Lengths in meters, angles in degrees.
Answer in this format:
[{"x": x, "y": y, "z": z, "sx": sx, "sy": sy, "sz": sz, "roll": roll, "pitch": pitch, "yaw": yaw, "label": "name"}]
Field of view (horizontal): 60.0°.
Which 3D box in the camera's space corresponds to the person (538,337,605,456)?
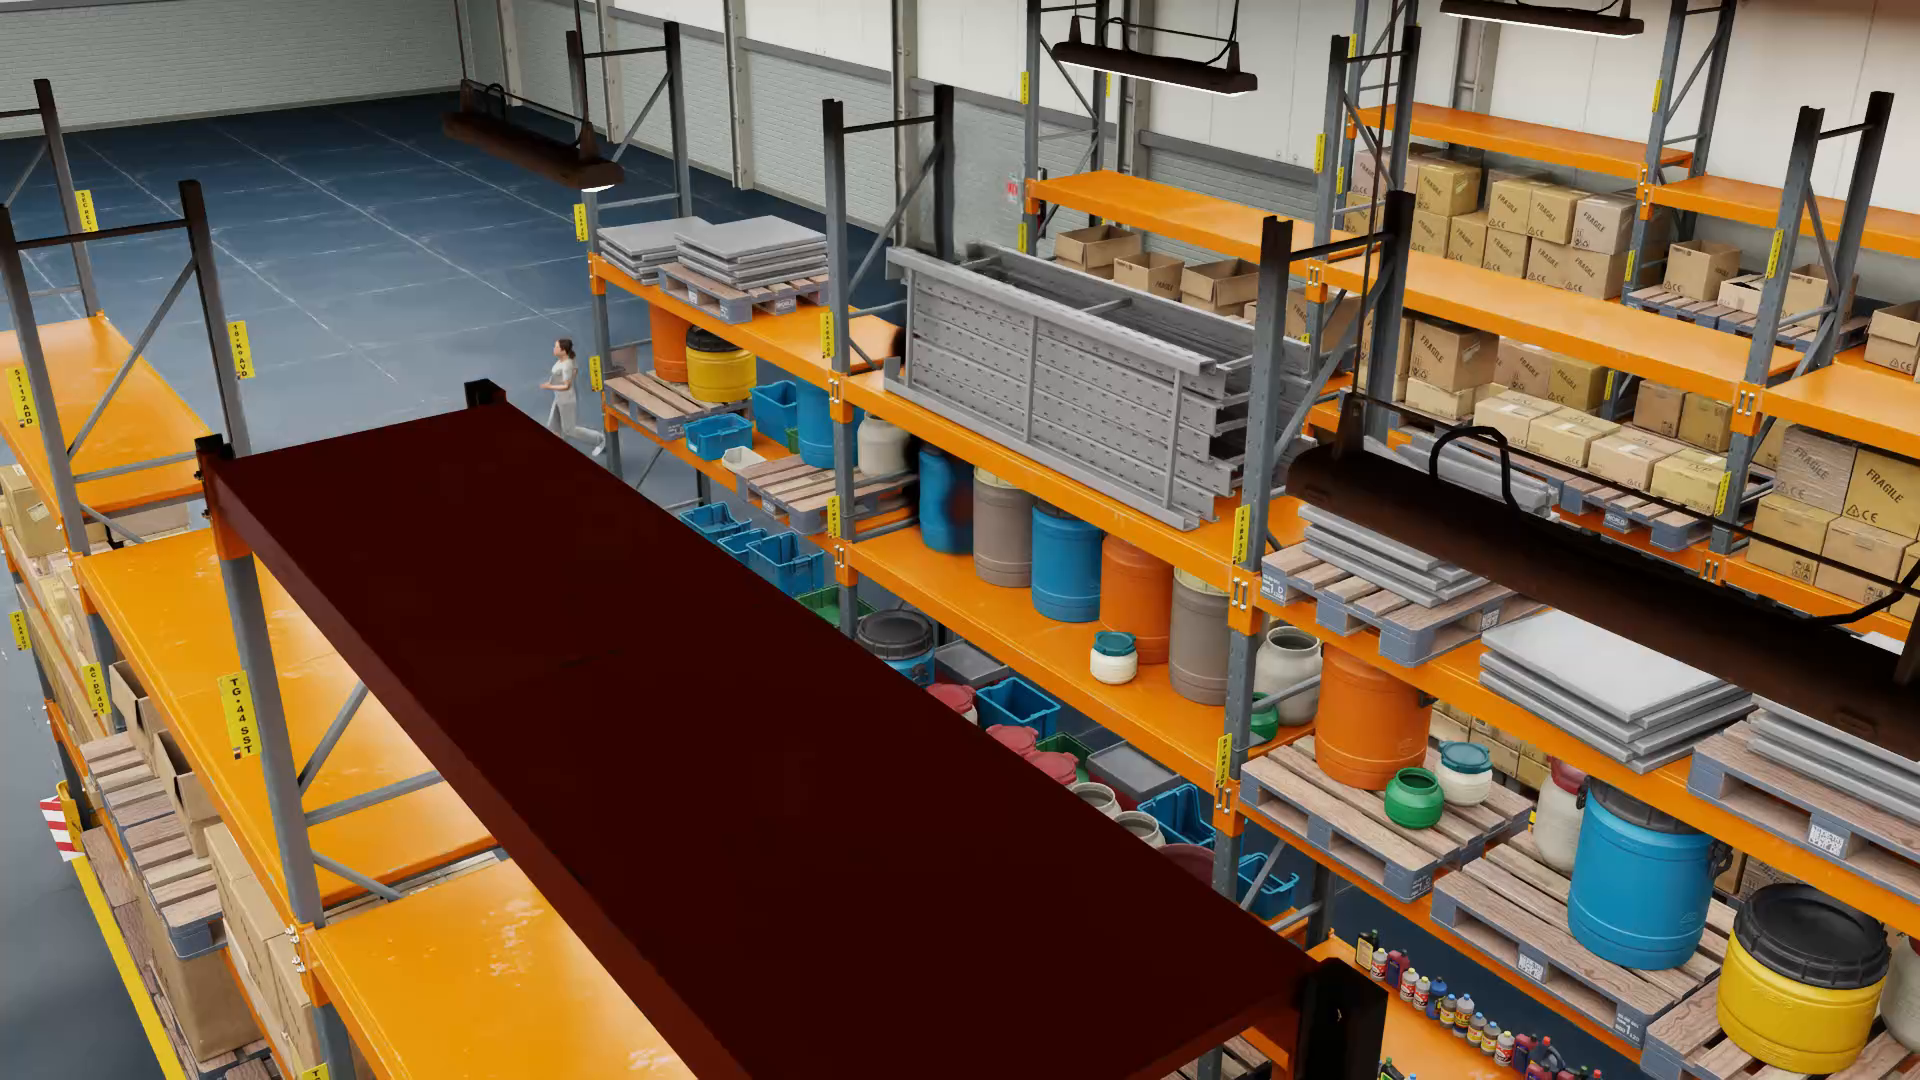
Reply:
[{"x": -4.897, "y": -1.743, "z": 20.775, "sx": 0.895, "sy": 1.643, "sz": 0.576, "roll": -8, "pitch": 26, "yaw": -16, "label": "person"}]
